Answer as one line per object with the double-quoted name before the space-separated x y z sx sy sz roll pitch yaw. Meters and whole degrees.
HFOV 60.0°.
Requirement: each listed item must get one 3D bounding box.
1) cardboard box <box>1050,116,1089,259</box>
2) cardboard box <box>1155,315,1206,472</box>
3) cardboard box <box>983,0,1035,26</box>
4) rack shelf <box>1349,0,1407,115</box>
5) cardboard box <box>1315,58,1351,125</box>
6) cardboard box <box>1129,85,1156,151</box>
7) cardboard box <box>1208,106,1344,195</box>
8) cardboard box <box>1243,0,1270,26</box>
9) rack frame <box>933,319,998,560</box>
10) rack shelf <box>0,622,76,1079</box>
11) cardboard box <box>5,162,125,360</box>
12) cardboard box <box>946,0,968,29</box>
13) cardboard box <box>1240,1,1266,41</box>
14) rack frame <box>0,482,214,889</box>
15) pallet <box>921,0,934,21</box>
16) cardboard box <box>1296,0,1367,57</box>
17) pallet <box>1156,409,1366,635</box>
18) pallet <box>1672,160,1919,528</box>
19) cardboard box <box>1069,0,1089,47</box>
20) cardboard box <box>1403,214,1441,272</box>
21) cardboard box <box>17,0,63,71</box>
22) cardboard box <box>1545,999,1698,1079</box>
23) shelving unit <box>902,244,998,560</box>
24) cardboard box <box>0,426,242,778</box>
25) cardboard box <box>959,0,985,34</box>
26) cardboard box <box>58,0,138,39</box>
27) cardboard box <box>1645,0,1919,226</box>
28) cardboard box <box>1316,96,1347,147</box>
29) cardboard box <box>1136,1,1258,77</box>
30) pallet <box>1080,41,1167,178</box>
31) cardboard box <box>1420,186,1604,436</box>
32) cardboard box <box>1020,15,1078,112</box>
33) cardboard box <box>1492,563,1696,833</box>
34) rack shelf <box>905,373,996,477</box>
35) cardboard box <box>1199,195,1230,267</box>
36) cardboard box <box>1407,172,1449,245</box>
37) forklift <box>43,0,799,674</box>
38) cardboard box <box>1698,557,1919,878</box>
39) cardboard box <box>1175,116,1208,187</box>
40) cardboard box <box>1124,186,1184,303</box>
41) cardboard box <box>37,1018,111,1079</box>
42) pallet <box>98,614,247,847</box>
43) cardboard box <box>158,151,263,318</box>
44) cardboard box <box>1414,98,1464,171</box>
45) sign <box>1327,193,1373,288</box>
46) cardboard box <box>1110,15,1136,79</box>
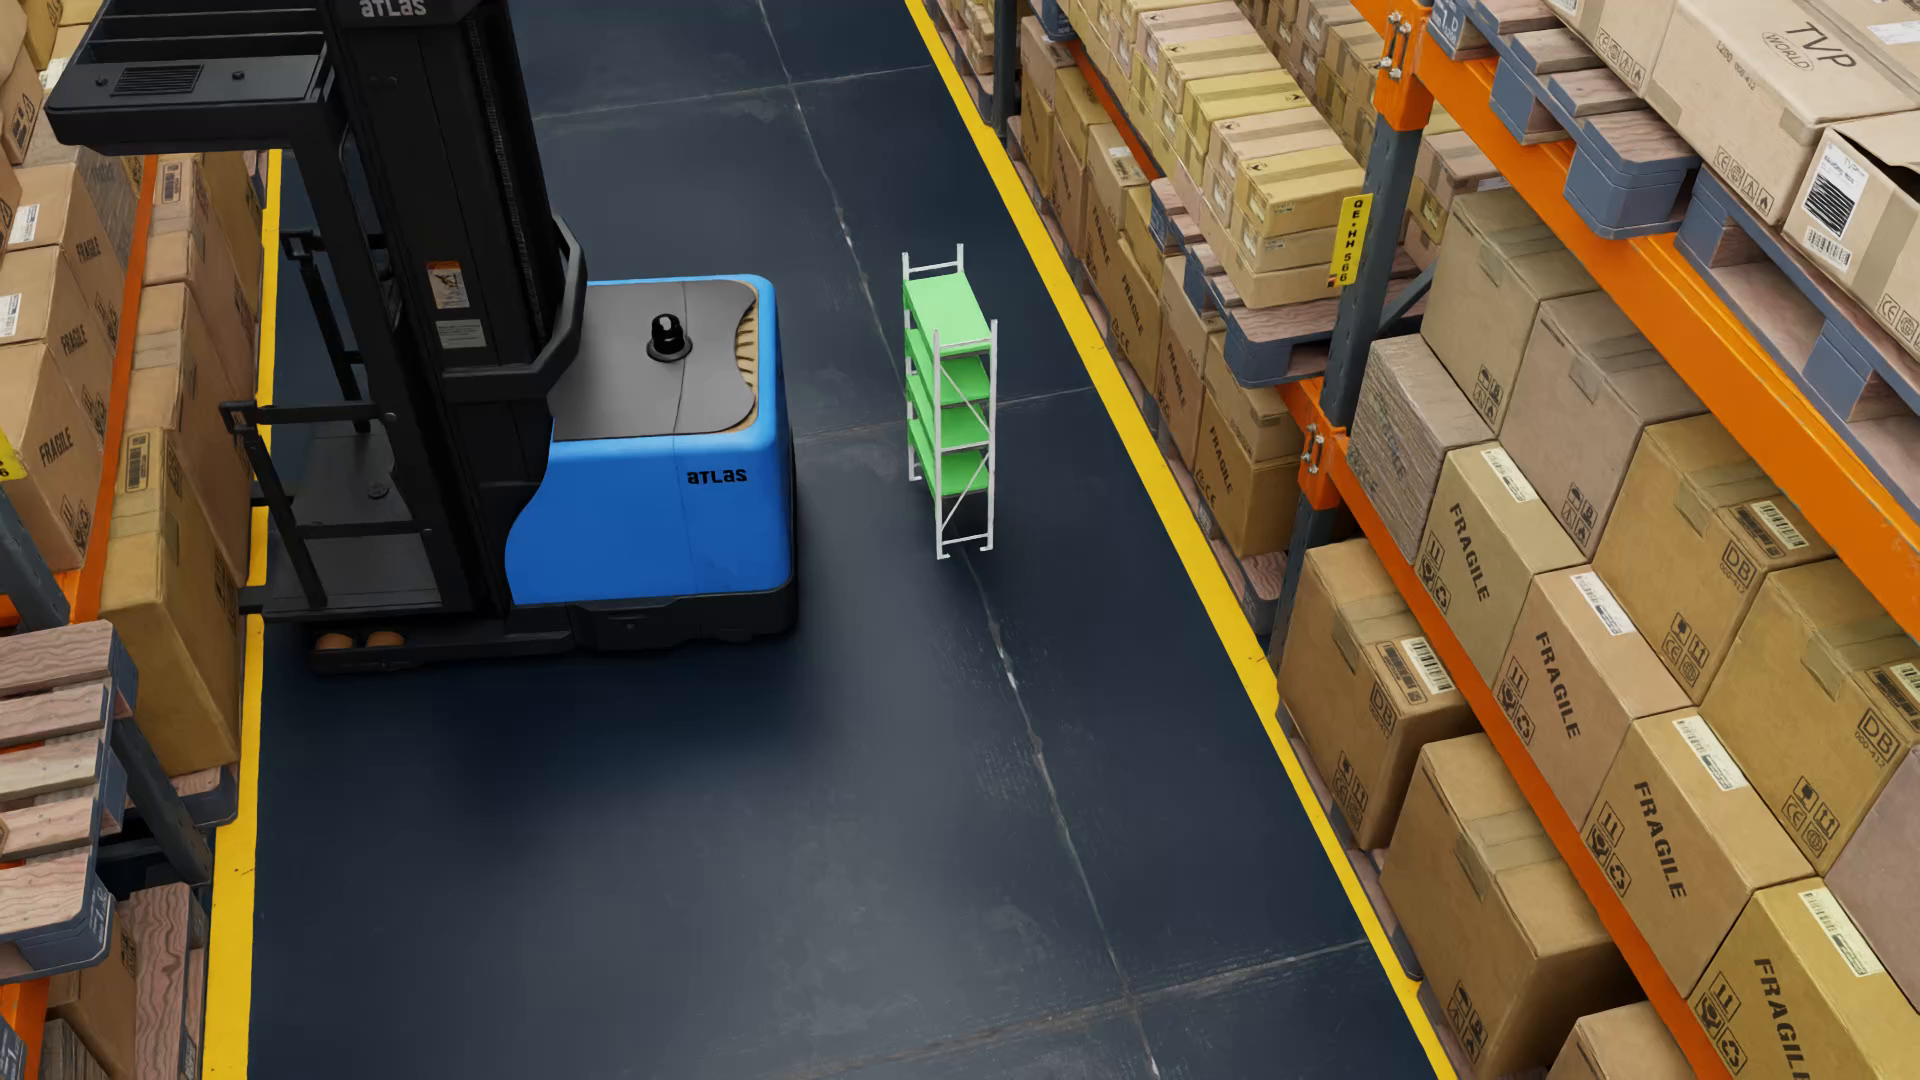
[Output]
"cardboard box" 0.750 -1.742 8.064 0.500 0.500 0.500 -9 46 -9
"cardboard box" 1.153 -0.669 7.013 0.500 0.500 0.500 -9 46 -9
"cardboard box" 0.337 -2.949 9.076 0.380 0.149 0.250 -9 46 -9
"rack shelf" 1.192 -2.811 6.058 1.077 0.370 4.000 -11 47 -10
"cardboard box" 1.566 -1.710 6.250 0.380 0.149 0.250 -11 47 -10
"cardboard box" 0.874 -1.655 6.404 0.380 0.149 0.250 -13 47 -12
"cardboard box" 1.073 -1.327 5.667 0.380 0.149 0.250 -11 47 -11
"cardboard box" 1.370 -2.240 6.769 0.380 0.149 0.250 -9 46 -9
"rack frame" 0.020 -0.366 6.519 0.240 1.200 0.015 -11 47 -10
"rack shelf" -2.605 1.838 3.603 1.077 0.370 4.000 -11 47 -10
"cardboard box" -3.247 -0.924 5.736 0.500 0.500 0.500 -11 47 -11
"cardboard box" 0.134 -3.116 9.657 0.380 0.149 0.250 -12 47 -12
"cardboard box" 1.378 -2.132 6.871 0.380 0.149 0.250 -12 47 -12
"rack frame" -3.117 0.205 4.699 1.000 3.000 0.127 -11 47 -10
"pallet" 0.158 -3.718 10.497 1.003 0.211 1.213 -11 47 -10
"cardboard box" 1.505 -1.978 6.304 0.380 0.149 0.250 -9 46 -8
"pallet" 1.505 -0.196 7.045 1.003 0.211 1.213 -11 47 -10
"pallet" 2.209 -0.409 3.334 1.003 0.211 1.213 -9 46 -8
"cardboard box" 0.675 -2.196 6.934 0.380 0.149 0.250 -11 47 -11
"cardboard box" 1.784 -1.037 5.798 0.380 0.149 0.250 -11 47 -11
"cardboard box" -3.805 -2.027 6.115 0.797 0.503 0.637 -10 46 -10
"cardboard box" 2.239 1.692 4.524 1.050 0.750 0.750 -11 47 -10
"shelving unit" -0.042 -0.534 6.684 0.258 1.200 0.503 -11 47 -10
"cardboard box" -3.273 0.322 5.779 1.225 0.875 0.875 -13 47 -12
"cardboard box" 0.211 -2.991 9.325 0.380 0.149 0.250 -13 47 -12
"cardboard box" -3.637 -1.975 6.766 0.500 0.500 0.500 -9 46 -9
"cardboard box" 1.805 -0.925 3.448 0.500 0.250 0.500 -10 46 -9
"cardboard box" 1.576 -1.594 6.345 0.380 0.149 0.250 -9 46 -8
"cardboard box" 0.878 -1.859 6.188 0.380 0.149 0.250 -11 47 -10
"pallet" 1.157 -1.924 6.920 1.003 0.211 1.213 -11 47 -10
"cardboard box" 1.809 -0.705 4.821 0.700 0.500 0.500 -11 47 -11
"cardboard box" 0.614 -2.369 8.154 0.500 0.250 0.500 -13 47 -12
"cardboard box" 1.819 0.391 4.447 0.500 0.500 0.500 -11 47 -10
"rack shelf" -0.042 -0.490 6.730 0.258 0.148 0.480 -11 47 -10
"cardboard box" 1.071 -1.119 5.879 0.380 0.149 0.250 -11 47 -10
"cardboard box" 1.774 -1.165 5.716 0.380 0.149 0.250 -9 46 -9
"forklift" -2.187 -0.899 5.829 3.031 2.935 1.130 -3 46 -3
"cardboard box" 2.204 0.351 3.787 0.700 0.500 0.500 -11 47 -11
"cardboard box" 0.997 -1.418 5.964 0.380 0.149 0.250 -10 46 -9
"cardboard box" 1.021 -1.291 7.097 0.500 0.250 0.500 -10 46 -9
"cardboard box" -2.772 1.766 4.612 0.700 0.500 0.500 -14 47 -14
"pallet" -3.246 0.623 6.242 1.003 0.211 1.213 -11 47 -10
"cardboard box" -3.958 -1.521 7.585 1.225 0.875 0.875 -11 47 -10
"cardboard box" 1.701 -1.439 5.776 0.380 0.149 0.250 -12 47 -11
"sign" 1.182 -0.904 5.031 0.100 0.325 0.005 -11 47 -10
"cardboard box" 0.805 -1.943 6.478 0.380 0.149 0.250 -10 46 -9
